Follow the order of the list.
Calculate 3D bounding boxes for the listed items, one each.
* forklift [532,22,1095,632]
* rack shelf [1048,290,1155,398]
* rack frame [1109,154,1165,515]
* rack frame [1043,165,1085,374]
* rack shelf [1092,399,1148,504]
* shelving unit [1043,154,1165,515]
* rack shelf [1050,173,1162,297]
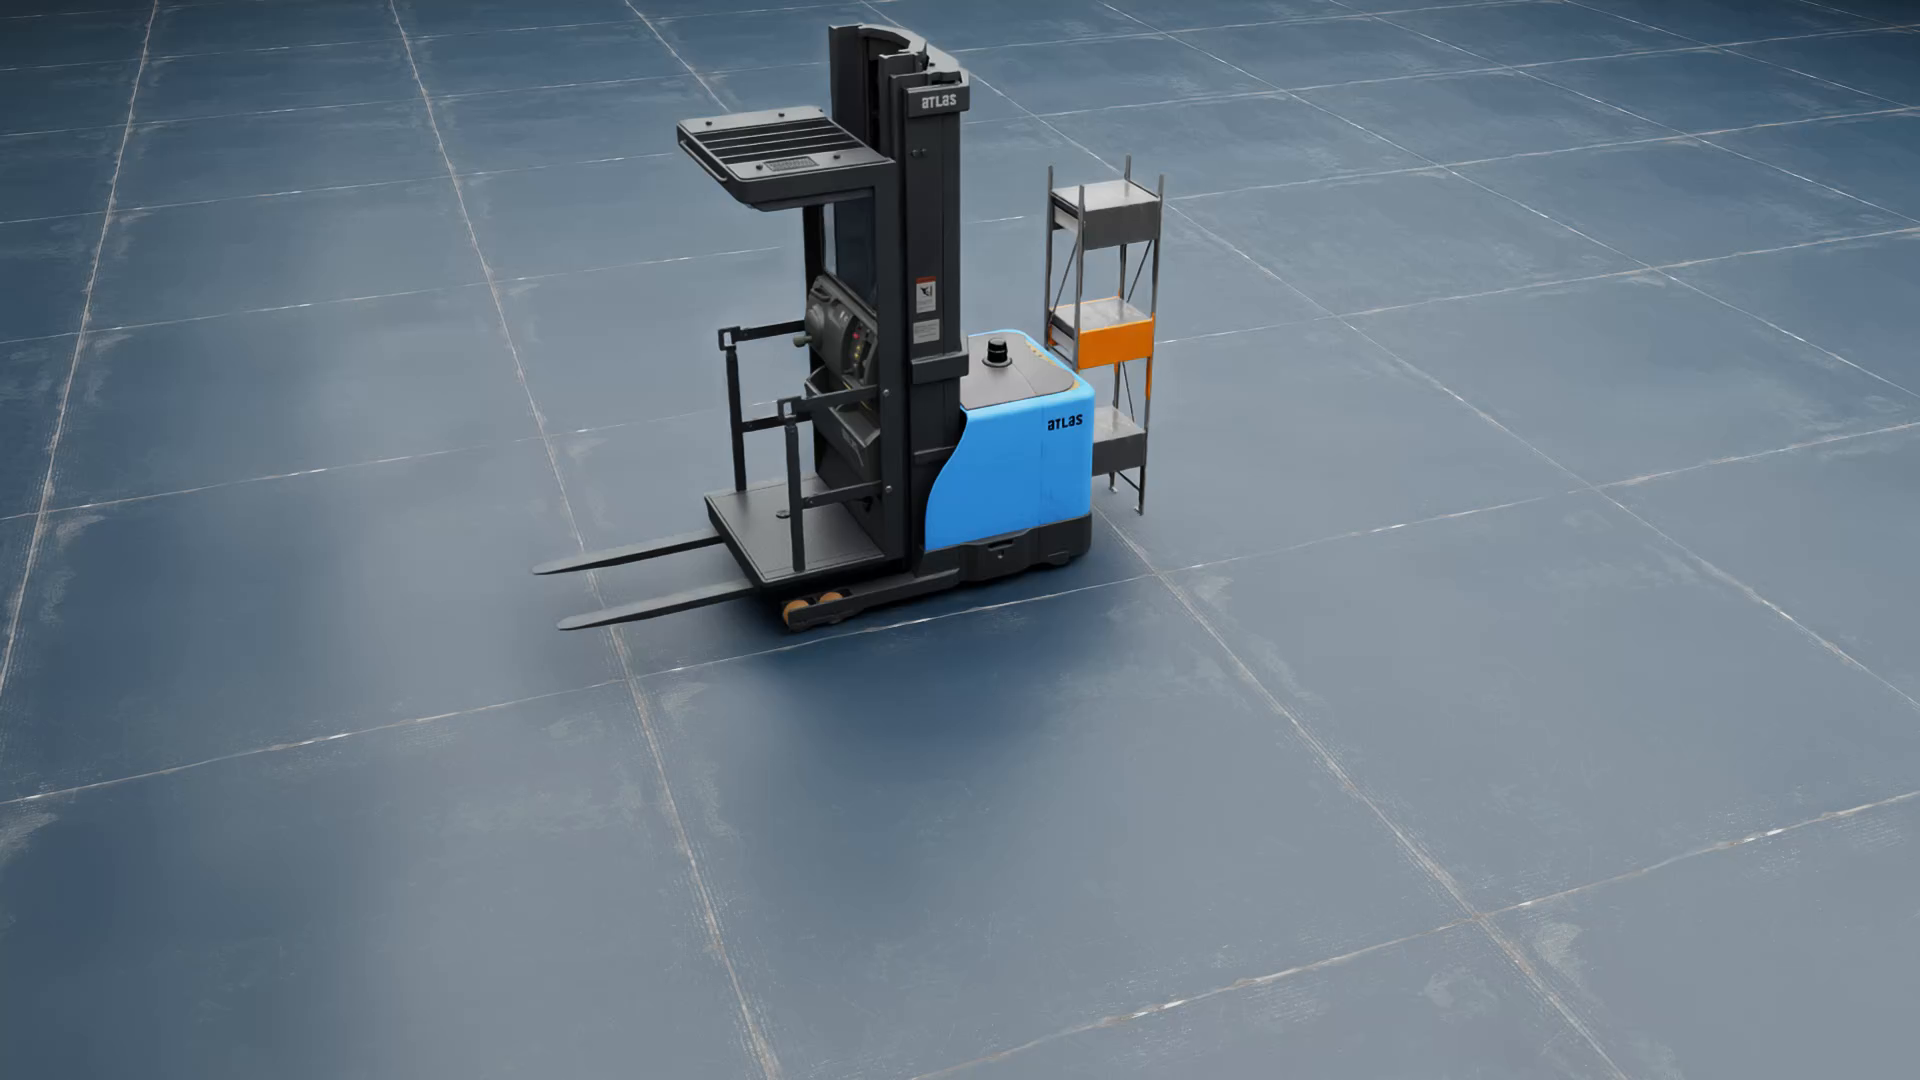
[{"bbox_3d":[-0.809,-1.082,8.688,3.031,2.935,1.130,-13,32,-21],"label":"forklift"},{"bbox_3d":[0.795,-1.091,9.571,0.480,0.518,0.431,-13,32,-21],"label":"rack shelf"},{"bbox_3d":[1.017,-1.153,9.652,0.015,2.100,0.400,-13,32,-21],"label":"rack frame"},{"bbox_3d":[0.573,-1.053,9.477,0.015,2.100,0.400,-13,32,-21],"label":"rack frame"},{"bbox_3d":[0.795,-0.483,9.918,0.480,0.518,0.431,-13,32,-21],"label":"rack shelf"},{"bbox_3d":[0.795,-1.103,9.564,0.503,2.100,0.431,-13,32,-21],"label":"shelving unit"},{"bbox_3d":[0.795,-1.699,9.225,0.480,0.518,0.431,-13,32,-21],"label":"rack shelf"}]
